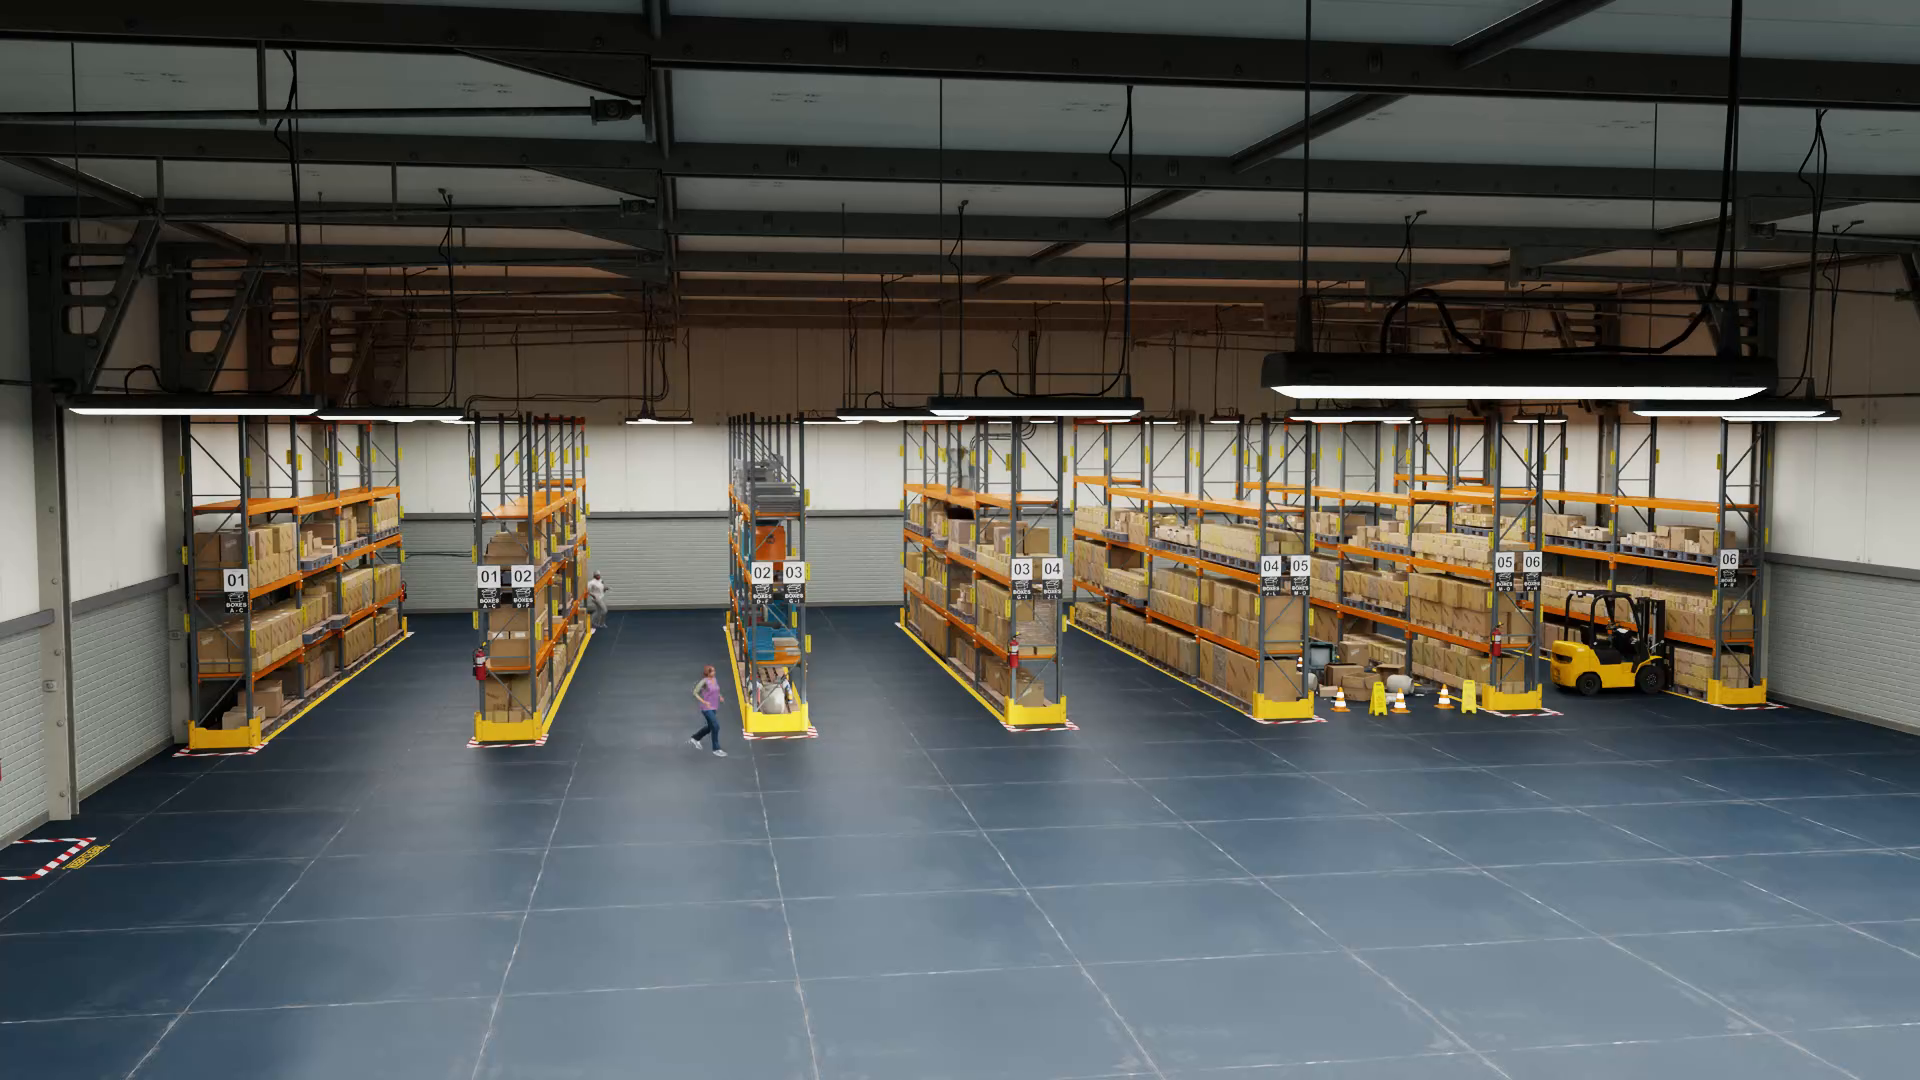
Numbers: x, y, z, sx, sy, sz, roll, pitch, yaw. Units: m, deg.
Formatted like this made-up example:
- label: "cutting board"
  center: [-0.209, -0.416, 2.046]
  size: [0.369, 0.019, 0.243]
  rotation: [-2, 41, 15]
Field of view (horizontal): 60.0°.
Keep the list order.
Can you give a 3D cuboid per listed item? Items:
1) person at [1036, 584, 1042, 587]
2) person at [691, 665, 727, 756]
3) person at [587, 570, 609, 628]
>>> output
- label: "person"
  center: [2.286, 1.721, 46.650]
  size: [0.645, 1.712, 0.581]
  rotation: [0, 4, -1]
- label: "person"
  center: [-4.414, 2.959, 28.967]
  size: [0.746, 1.597, 0.548]
  rotation: [1, 4, 21]
- label: "person"
  center: [-10.305, 1.692, 47.268]
  size: [0.690, 1.711, 0.604]
  rotation: [1, 4, 11]
